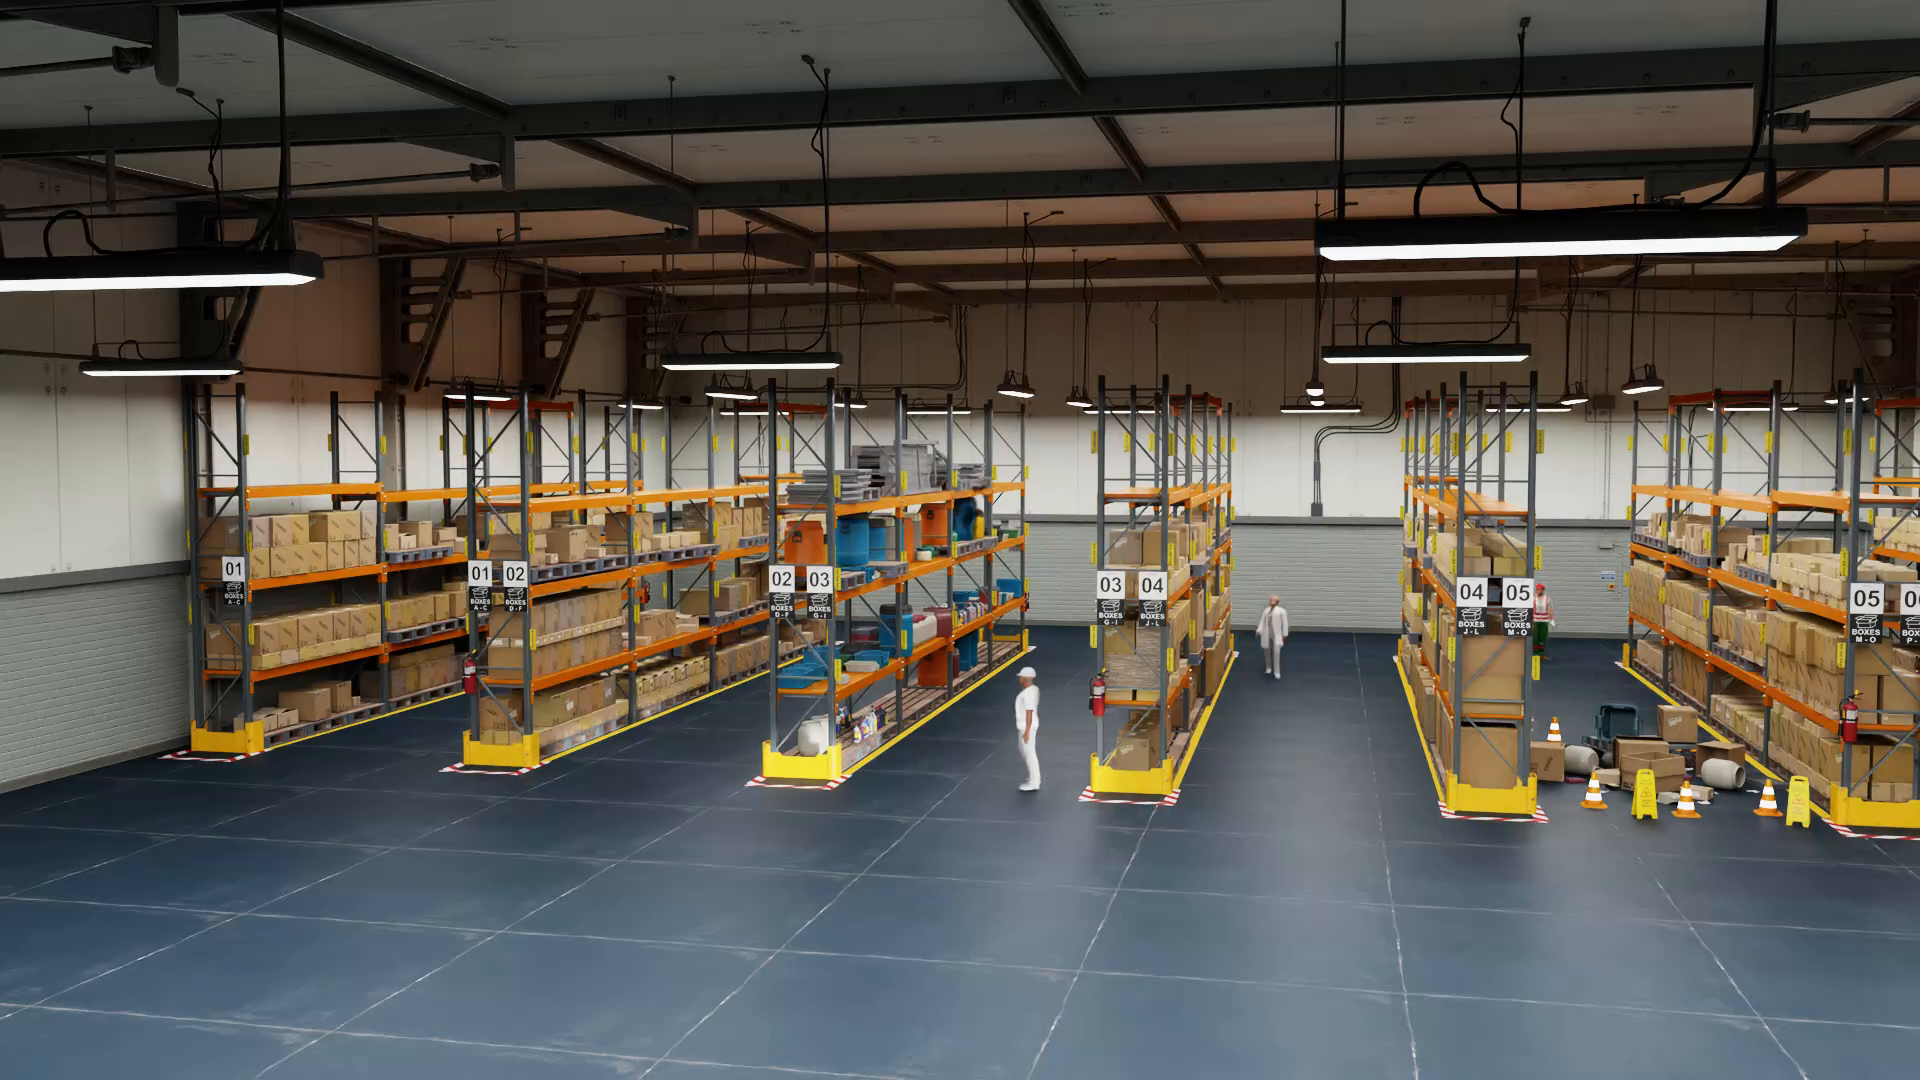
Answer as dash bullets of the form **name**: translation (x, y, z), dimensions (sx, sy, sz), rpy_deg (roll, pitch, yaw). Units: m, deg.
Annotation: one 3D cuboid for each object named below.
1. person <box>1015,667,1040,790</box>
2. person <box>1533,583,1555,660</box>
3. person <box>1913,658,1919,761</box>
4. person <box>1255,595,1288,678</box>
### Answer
- **person**: translation (0.981, 2.743, 24.135), dimensions (0.364, 1.802, 0.679), rpy_deg (0, 3, 1)
- **person**: translation (13.461, 1.906, 38.524), dimensions (0.613, 1.807, 0.382), rpy_deg (1, 3, 15)
- **person**: translation (15.166, 2.671, 26.269), dimensions (0.531, 1.677, 0.738), rpy_deg (1, 3, 9)
- **person**: translation (6.717, 2.065, 35.866), dimensions (0.700, 1.723, 1.048), rpy_deg (1, 3, 10)
